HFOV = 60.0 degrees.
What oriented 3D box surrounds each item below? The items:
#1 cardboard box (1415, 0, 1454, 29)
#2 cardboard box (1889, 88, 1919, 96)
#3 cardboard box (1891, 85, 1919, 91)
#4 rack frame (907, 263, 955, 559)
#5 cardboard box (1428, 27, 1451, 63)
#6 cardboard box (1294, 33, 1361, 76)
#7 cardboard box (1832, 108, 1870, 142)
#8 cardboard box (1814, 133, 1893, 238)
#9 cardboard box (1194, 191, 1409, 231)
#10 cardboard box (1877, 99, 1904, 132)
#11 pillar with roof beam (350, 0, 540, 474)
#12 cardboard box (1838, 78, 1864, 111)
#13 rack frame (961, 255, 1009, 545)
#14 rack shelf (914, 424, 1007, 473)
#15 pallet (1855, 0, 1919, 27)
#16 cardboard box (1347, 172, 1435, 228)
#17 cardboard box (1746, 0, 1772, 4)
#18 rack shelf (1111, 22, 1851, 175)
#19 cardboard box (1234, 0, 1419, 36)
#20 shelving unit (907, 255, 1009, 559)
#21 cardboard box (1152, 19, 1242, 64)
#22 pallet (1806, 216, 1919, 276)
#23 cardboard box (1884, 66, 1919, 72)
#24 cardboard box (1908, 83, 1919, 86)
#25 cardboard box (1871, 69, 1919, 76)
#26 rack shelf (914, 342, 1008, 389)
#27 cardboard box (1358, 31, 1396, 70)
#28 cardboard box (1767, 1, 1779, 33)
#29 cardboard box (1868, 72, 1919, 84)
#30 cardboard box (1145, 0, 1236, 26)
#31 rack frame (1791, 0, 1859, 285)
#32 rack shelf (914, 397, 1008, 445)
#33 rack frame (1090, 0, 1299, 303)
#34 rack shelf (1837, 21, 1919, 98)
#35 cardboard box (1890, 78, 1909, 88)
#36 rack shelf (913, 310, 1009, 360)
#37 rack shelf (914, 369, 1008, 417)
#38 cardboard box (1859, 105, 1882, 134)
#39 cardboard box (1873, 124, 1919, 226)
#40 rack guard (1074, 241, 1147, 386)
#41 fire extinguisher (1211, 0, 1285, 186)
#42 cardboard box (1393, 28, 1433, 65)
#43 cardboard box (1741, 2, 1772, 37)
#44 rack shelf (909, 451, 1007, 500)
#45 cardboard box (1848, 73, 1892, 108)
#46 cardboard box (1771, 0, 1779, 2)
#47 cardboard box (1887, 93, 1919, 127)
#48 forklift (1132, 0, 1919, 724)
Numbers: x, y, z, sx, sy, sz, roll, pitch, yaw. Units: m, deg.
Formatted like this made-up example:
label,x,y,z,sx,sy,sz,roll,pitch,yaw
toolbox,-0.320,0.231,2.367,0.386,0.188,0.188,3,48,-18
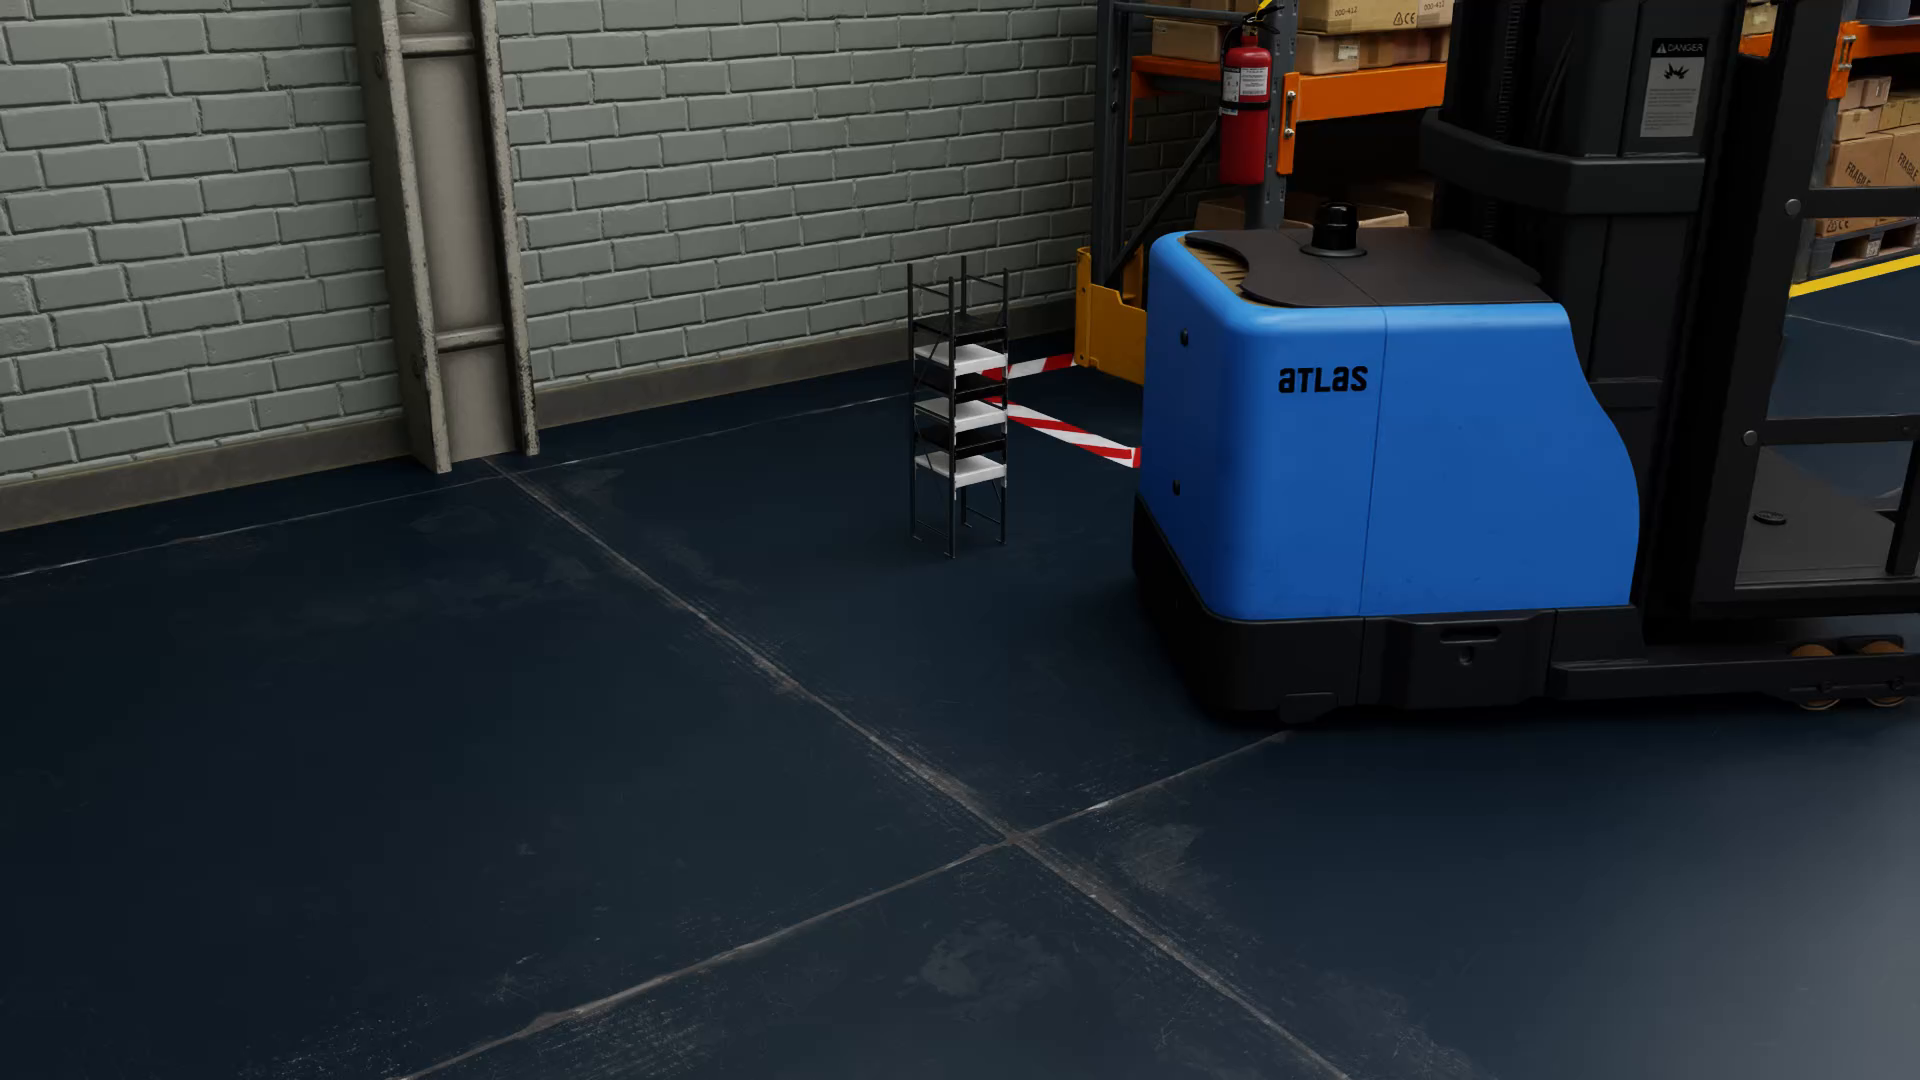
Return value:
label,x,y,z,sx,sy,sz,roll,pitch,yaw
cardboard box,1.834,-2.228,6.733,0.500,0.250,0.500,-15,26,-32
cardboard box,5.414,-2.480,9.495,0.250,0.149,0.380,-15,26,-33
cardboard box,5.616,-2.533,9.628,0.250,0.149,0.380,-14,26,-31
rack frame,-0.089,-0.394,5.170,0.006,0.900,0.240,-15,26,-33
cardboard box,1.940,-2.077,6.894,0.250,0.149,0.380,-14,26,-31
cardboard box,1.326,-1.905,6.461,0.250,0.149,0.380,-15,26,-33
cardboard box,4.593,-2.232,8.872,0.250,0.149,0.380,-14,25,-30
cardboard box,4.670,-1.970,9.091,0.500,0.500,0.500,-14,25,-31
cardboard box,1.451,-1.172,7.089,0.637,0.503,0.797,-16,27,-35
cardboard box,4.974,-2.374,9.229,0.250,0.149,0.380,-17,27,-36
pillar with roof beam,0.699,-3.212,1.303,0.400,9.000,9.100,-15,26,-33
cardboard box,4.558,-2.388,8.863,0.250,0.149,0.380,-15,26,-34
rack frame,0.076,-0.438,5.280,0.006,0.900,0.240,-15,26,-33
rack shelf,-0.007,-0.302,5.271,0.200,0.077,0.258,-15,26,-33
pallet,4.859,-2.950,9.000,1.213,0.211,1.003,-15,26,-33
cardboard box,2.168,-1.344,7.523,0.500,0.500,0.700,-14,26,-31
cardboard box,3.477,-2.671,7.843,0.500,0.250,0.500,-15,26,-33
rack shelf,2.523,-2.132,7.662,4.000,0.370,1.077,-15,26,-33
cardboard box,1.425,-2.118,6.459,0.500,0.250,0.500,-15,26,-33
shelving unit,-0.007,-0.416,5.225,0.210,0.900,0.258,-15,26,-33
cardboard box,1.012,-2.069,6.872,0.250,0.149,0.380,-15,26,-33
pallet,4.785,-1.791,9.600,1.213,0.211,1.003,-15,26,-33
cardboard box,6.127,-2.922,10.603,0.250,0.149,0.380,-16,27,-35
cardboard box,5.818,-2.600,9.796,0.250,0.149,0.380,-15,26,-33
cardboard box,5.943,-2.851,10.425,0.250,0.149,0.380,-16,27,-34
rack shelf,-0.007,-0.552,5.171,0.200,0.077,0.258,-15,26,-33
cardboard box,1.506,-1.974,6.634,0.250,0.149,0.380,-14,26,-32
cardboard box,3.836,-2.574,8.139,0.250,0.149,0.380,-14,26,-31
cardboard box,5.770,-2.785,10.258,0.250,0.149,0.380,-15,26,-33
cardboard box,1.118,-2.281,6.866,0.500,0.250,0.500,-14,26,-31
rack frame,4.146,-2.899,8.613,0.127,3.000,1.000,-15,26,-33
rack shelf,-0.007,-0.385,5.238,0.200,0.077,0.258,-15,26,-33
rack frame,0.899,-2.033,6.443,0.127,3.000,1.000,-15,26,-33
rack shelf,5.770,-2.997,9.831,4.000,0.370,1.077,-15,26,-33
cardboard box,5.526,-2.739,10.144,0.250,0.149,0.380,-16,27,-35
rack shelf,-0.007,-0.636,5.137,0.200,0.077,0.258,-15,26,-33
rack shelf,-0.007,-0.469,5.204,0.200,0.077,0.258,-15,26,-33
cardboard box,4.773,-2.315,9.081,0.250,0.149,0.380,-16,27,-34
cardboard box,5.097,-2.088,9.388,0.500,0.500,0.500,-15,26,-34
rack guard,0.961,-0.888,6.948,0.348,0.500,1.175,-15,26,-33
fire extinguisher,1.050,-1.653,6.099,0.183,0.674,0.296,-15,26,-33
cardboard box,1.699,-2.041,6.803,0.250,0.149,0.380,-15,26,-34
cardboard box,3.640,-2.511,7.979,0.250,0.149,0.380,-14,26,-31
rack shelf,-0.007,-0.218,5.304,0.200,0.077,0.258,-15,26,-33
cardboard box,4.776,-2.440,8.994,0.250,0.149,0.380,-16,27,-35
cardboard box,3.875,-2.784,8.126,0.500,0.250,0.500,-14,26,-32
cardboard box,5.189,-2.437,9.388,0.250,0.149,0.380,-15,26,-34
forklift,2.067,-1.115,4.235,3.031,2.935,1.130,-2,22,-5
